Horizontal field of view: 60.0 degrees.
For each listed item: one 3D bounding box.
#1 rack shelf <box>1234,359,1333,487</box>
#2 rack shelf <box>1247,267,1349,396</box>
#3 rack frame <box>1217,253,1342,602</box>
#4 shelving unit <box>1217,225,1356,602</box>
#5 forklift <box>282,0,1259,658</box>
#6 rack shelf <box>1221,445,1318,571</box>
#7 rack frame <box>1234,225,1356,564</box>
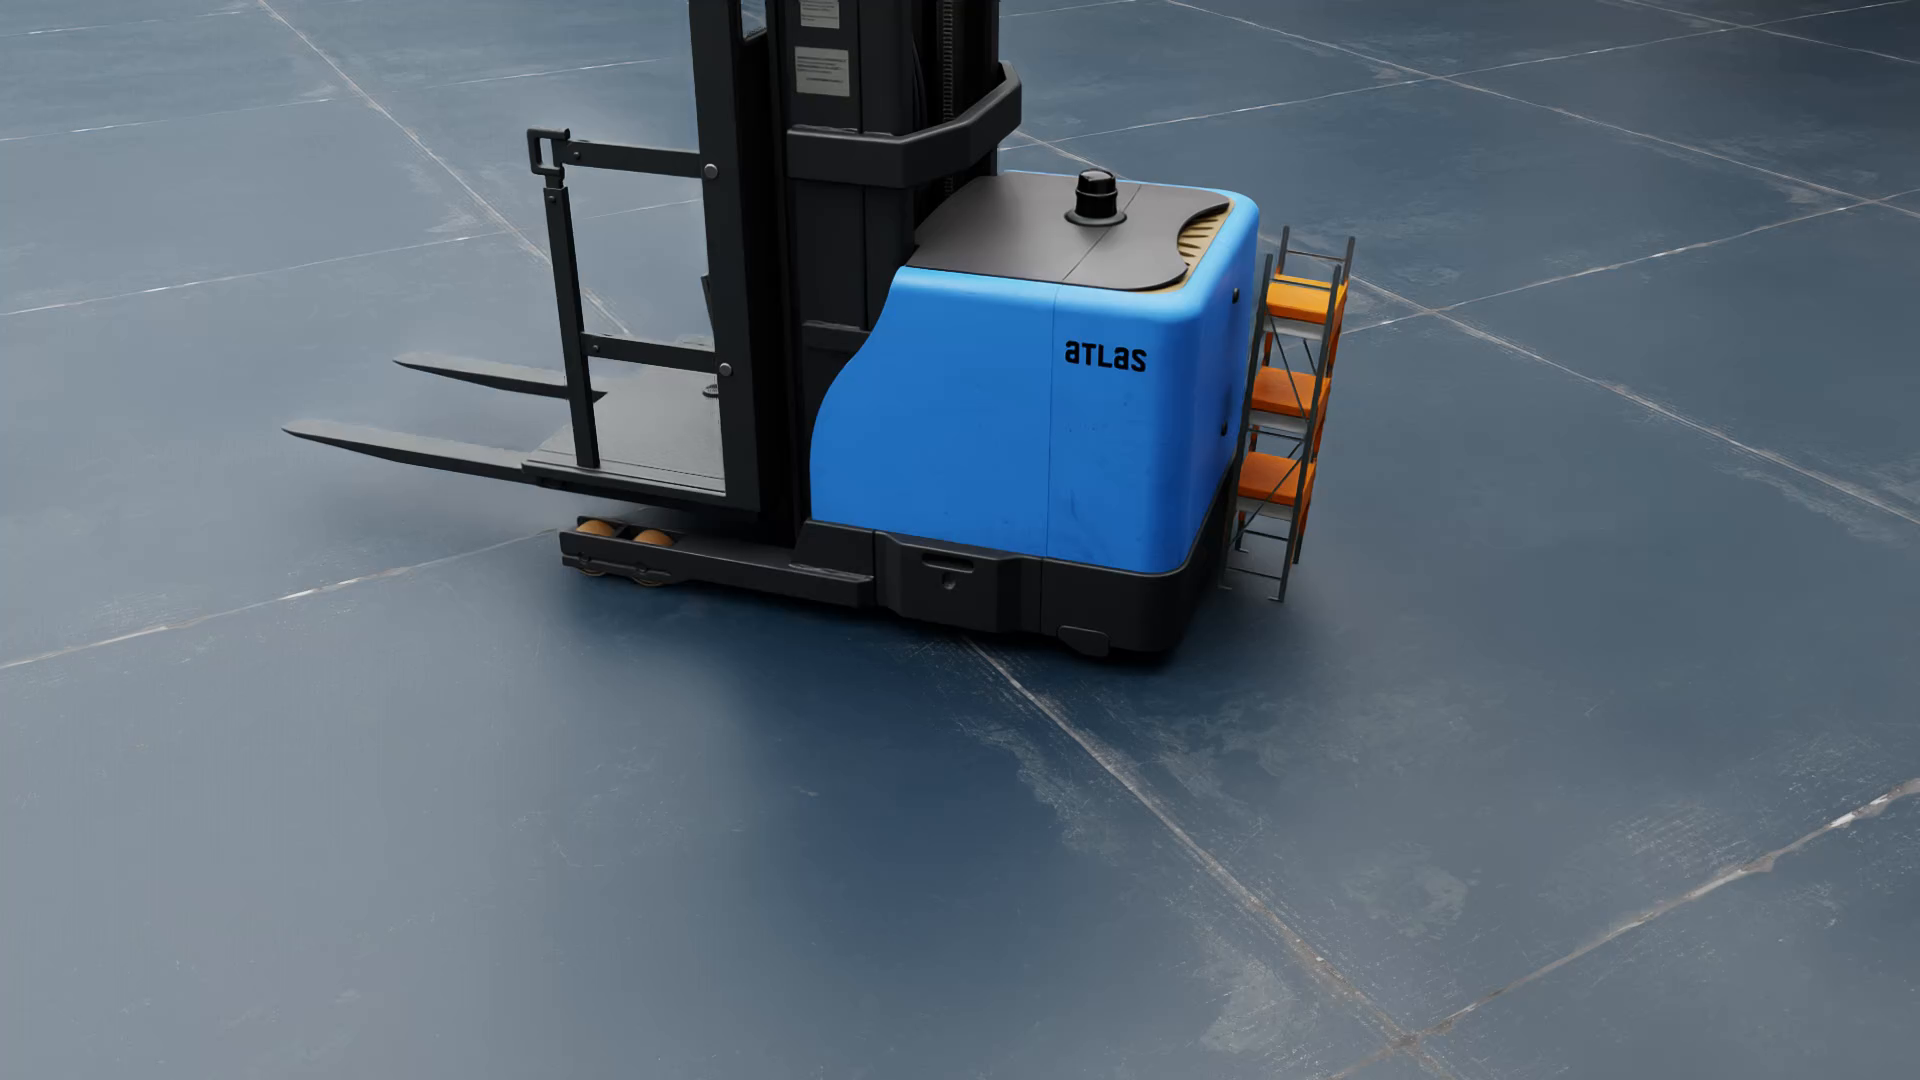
[{"bbox_3d":[0.930,-0.339,4.787,0.215,0.259,0.240,13,31,16],"label":"rack shelf"},{"bbox_3d":[0.945,-0.584,4.646,0.215,0.259,0.240,13,31,16],"label":"rack shelf"},{"bbox_3d":[0.889,-0.292,4.682,0.200,1.050,0.008,13,31,16],"label":"rack frame"},{"bbox_3d":[0.931,-0.348,4.782,0.215,1.050,0.252,13,31,16],"label":"shelving unit"},{"bbox_3d":[-0.686,-1.373,4.705,3.031,2.935,1.130,9,30,16],"label":"forklift"},{"bbox_3d":[0.917,-0.098,4.926,0.215,0.259,0.240,13,31,16],"label":"rack shelf"},{"bbox_3d":[0.973,-0.403,4.882,0.200,1.050,0.008,13,31,16],"label":"rack frame"}]
